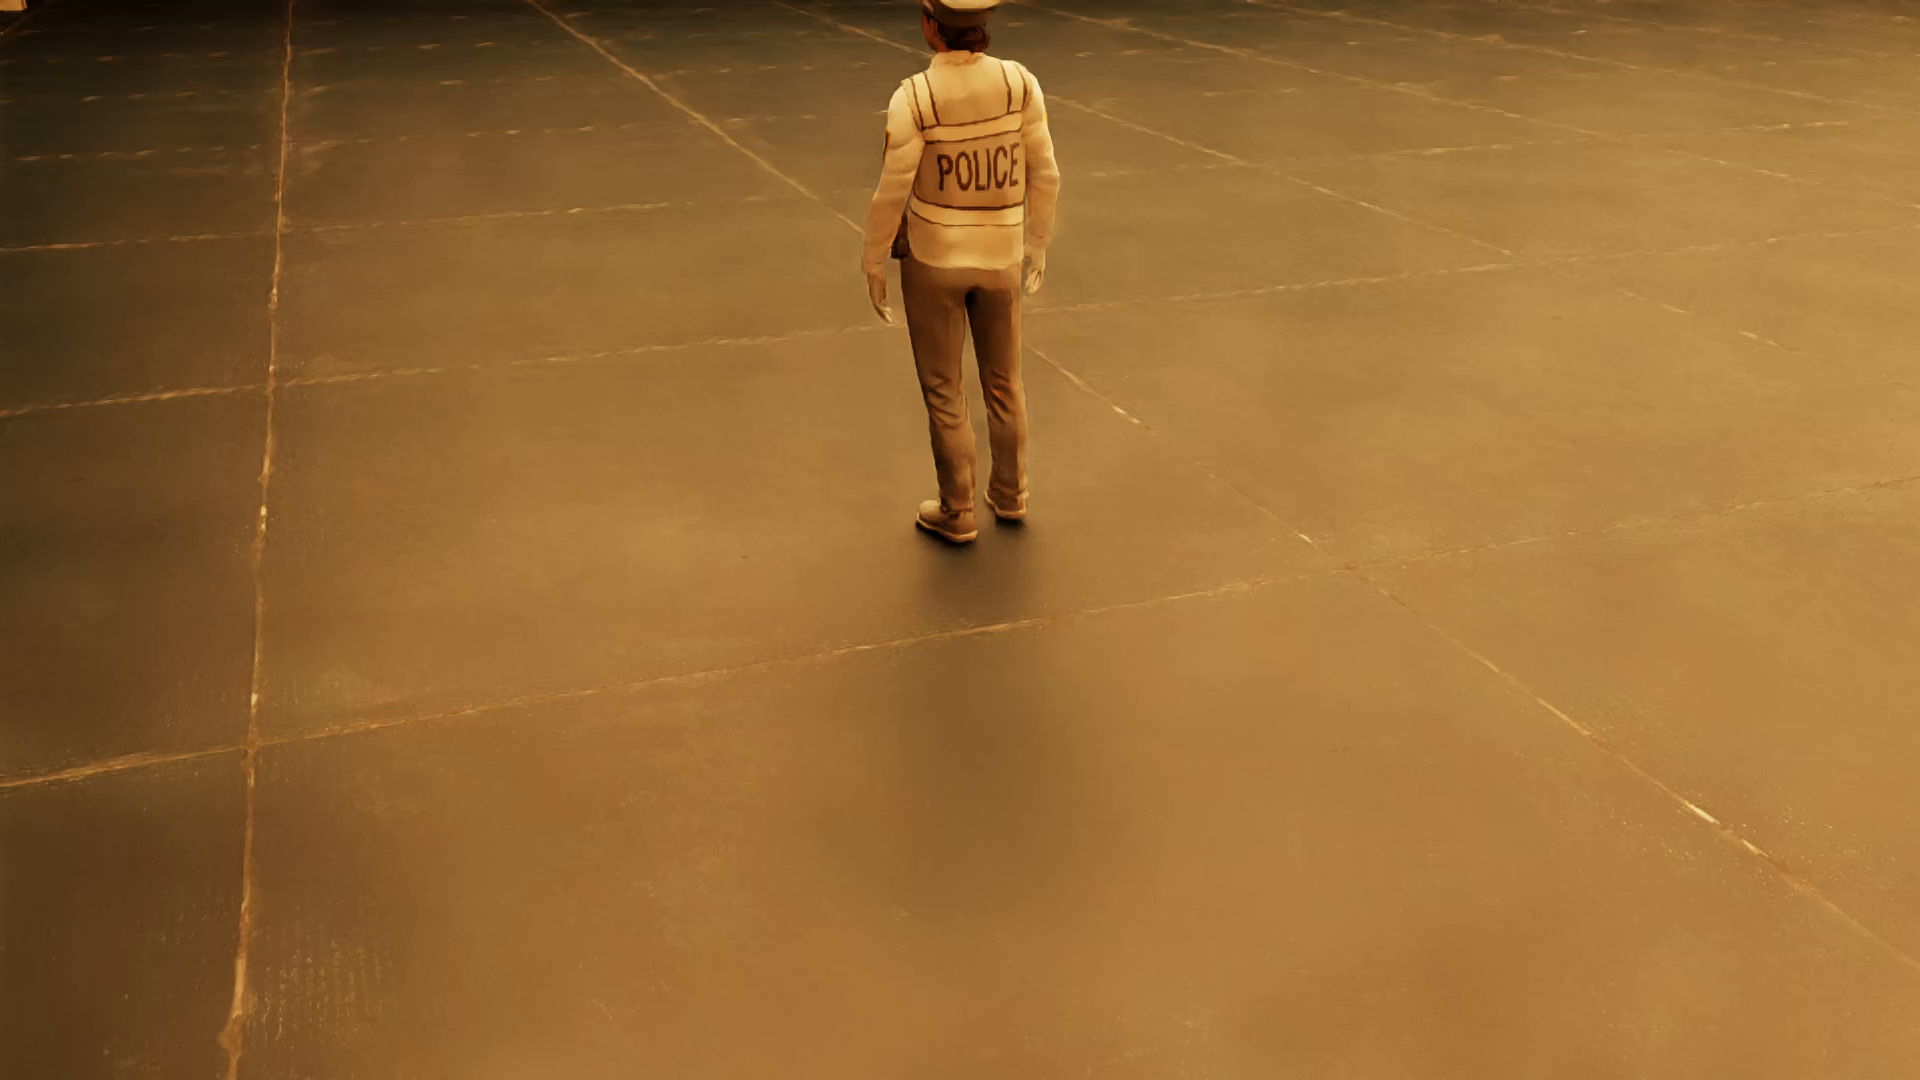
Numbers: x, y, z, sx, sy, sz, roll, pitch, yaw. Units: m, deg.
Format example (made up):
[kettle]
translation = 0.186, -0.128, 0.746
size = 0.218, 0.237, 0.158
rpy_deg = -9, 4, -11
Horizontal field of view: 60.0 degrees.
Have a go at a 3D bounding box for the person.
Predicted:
[person]
translation = -0.016, -0.813, 4.809
size = 0.586, 1.695, 0.532
rpy_deg = -8, 24, -18
